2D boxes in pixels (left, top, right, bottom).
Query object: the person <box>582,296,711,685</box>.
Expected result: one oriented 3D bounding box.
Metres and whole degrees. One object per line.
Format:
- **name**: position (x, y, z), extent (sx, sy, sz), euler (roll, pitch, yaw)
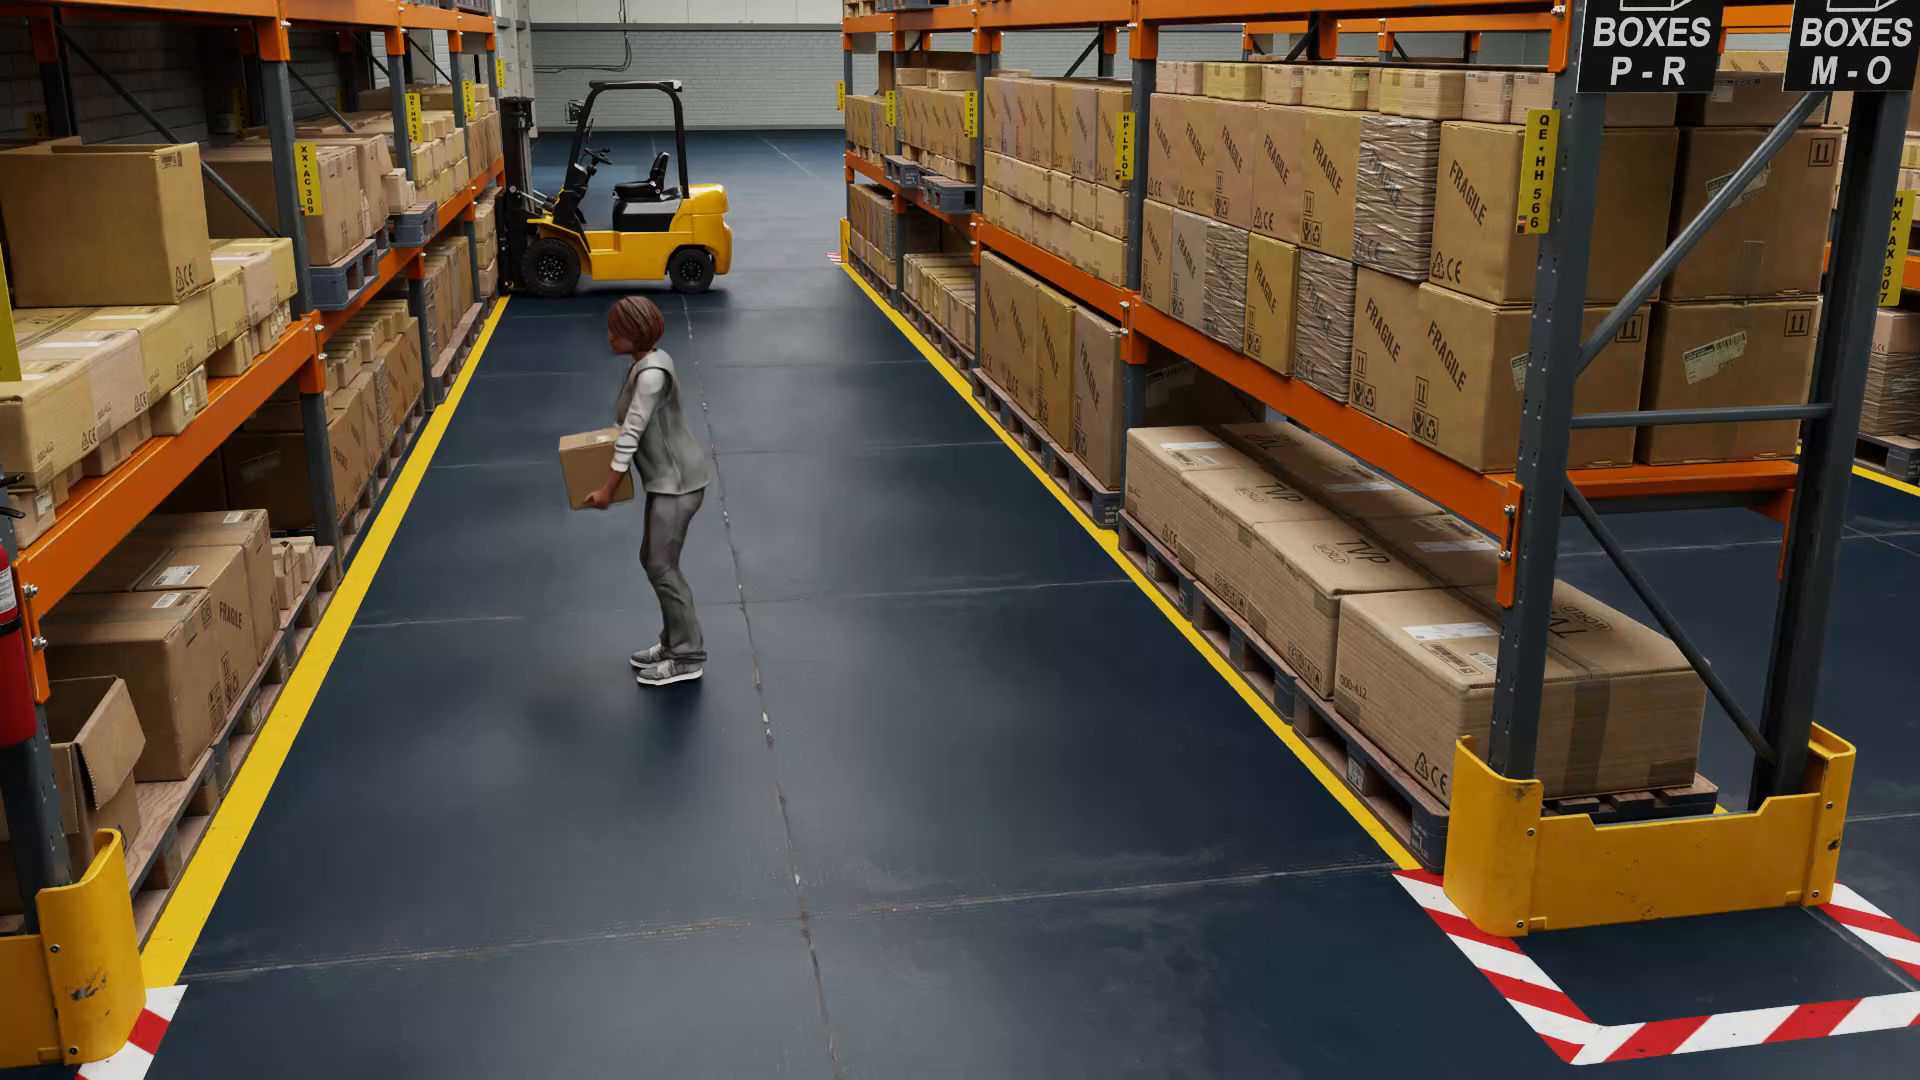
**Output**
- **person**: position (-1.269, -0.198, 6.749), extent (0.515, 1.587, 0.373), euler (-3, 17, -11)
